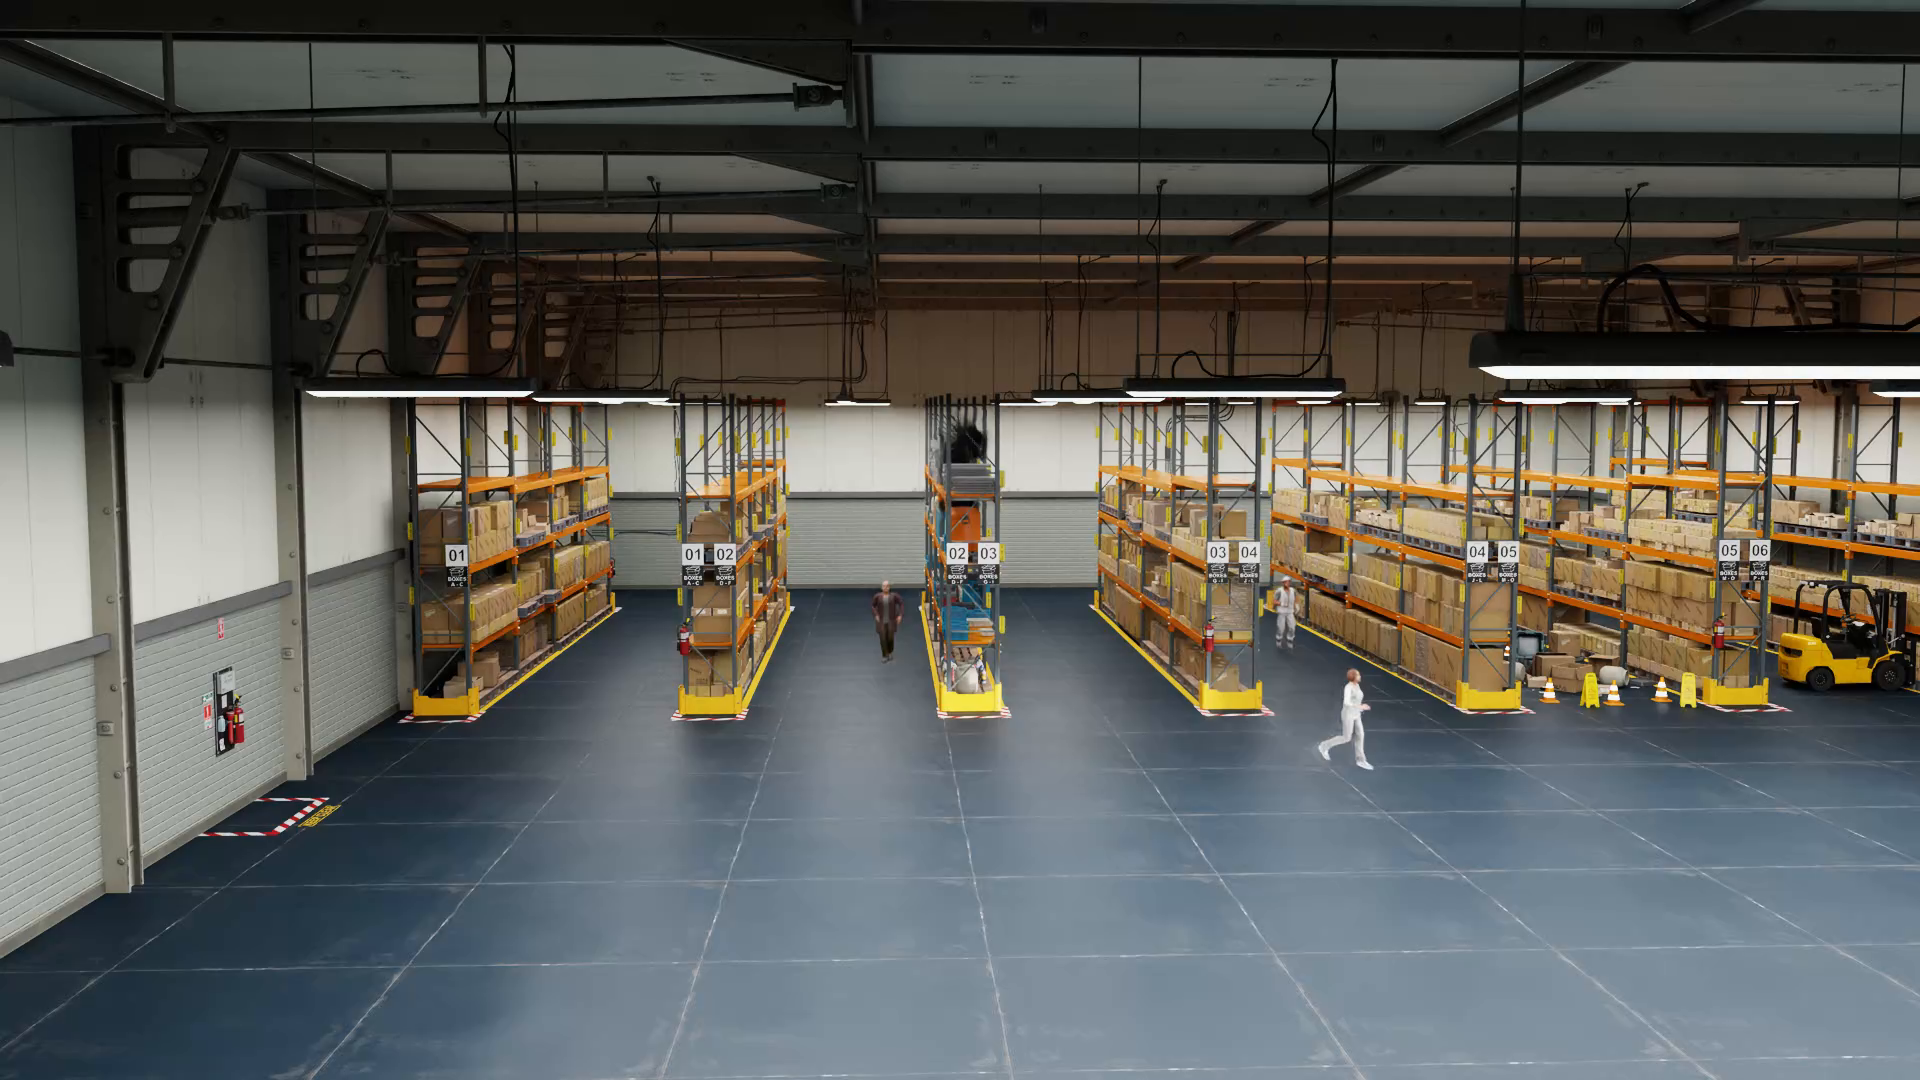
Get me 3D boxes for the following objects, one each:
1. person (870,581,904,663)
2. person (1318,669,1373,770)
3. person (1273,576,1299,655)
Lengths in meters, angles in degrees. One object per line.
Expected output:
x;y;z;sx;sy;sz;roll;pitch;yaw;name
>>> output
-1.568;1.752;35.663;0.746;1.749;0.600;0;5;0;person
6.188;2.837;26.550;0.860;1.598;0.550;3;5;31;person
7.637;1.769;38.956;0.680;1.864;0.770;-1;5;-7;person
